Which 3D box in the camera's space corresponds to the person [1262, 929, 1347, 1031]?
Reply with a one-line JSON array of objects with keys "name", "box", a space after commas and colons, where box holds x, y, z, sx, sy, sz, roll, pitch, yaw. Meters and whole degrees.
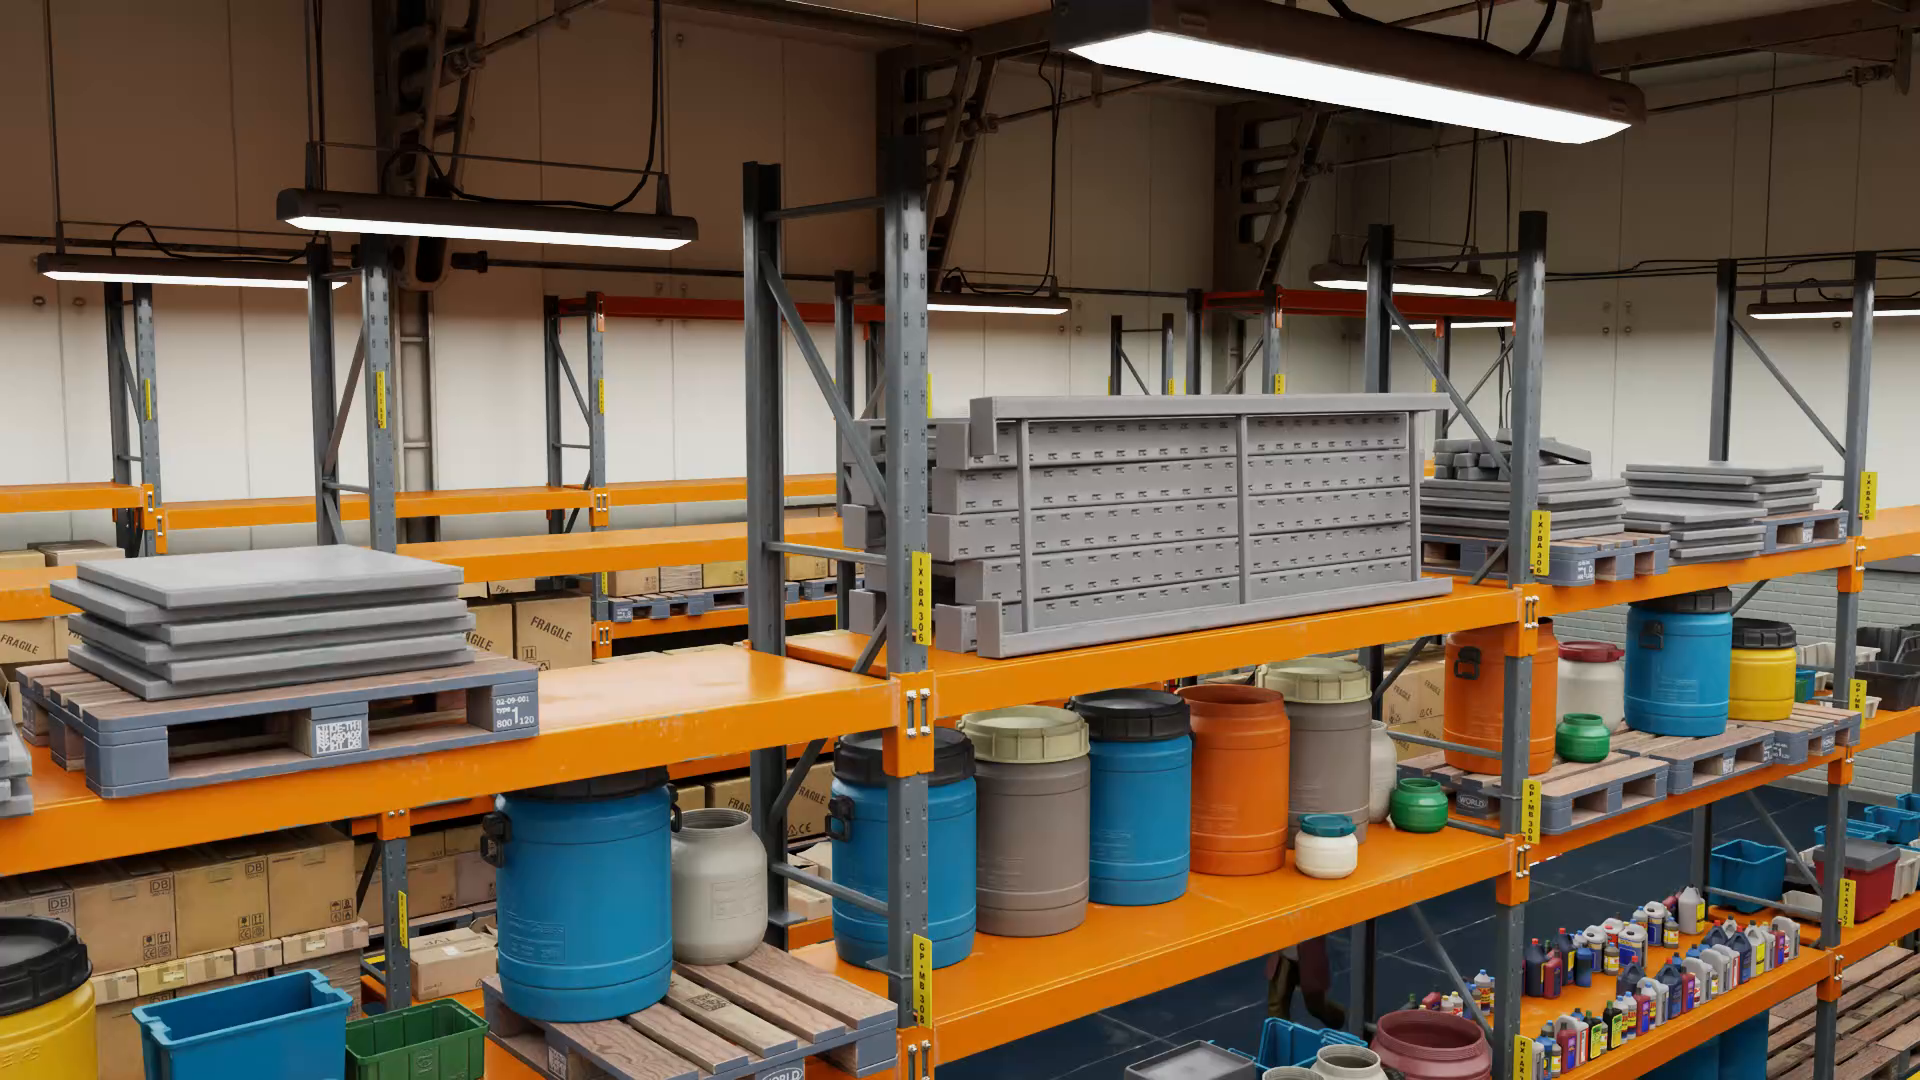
[{"name": "person", "box": [2.548, 3.078, 12.417, 0.714, 1.754, 1.033, 5, 7, 41]}]
